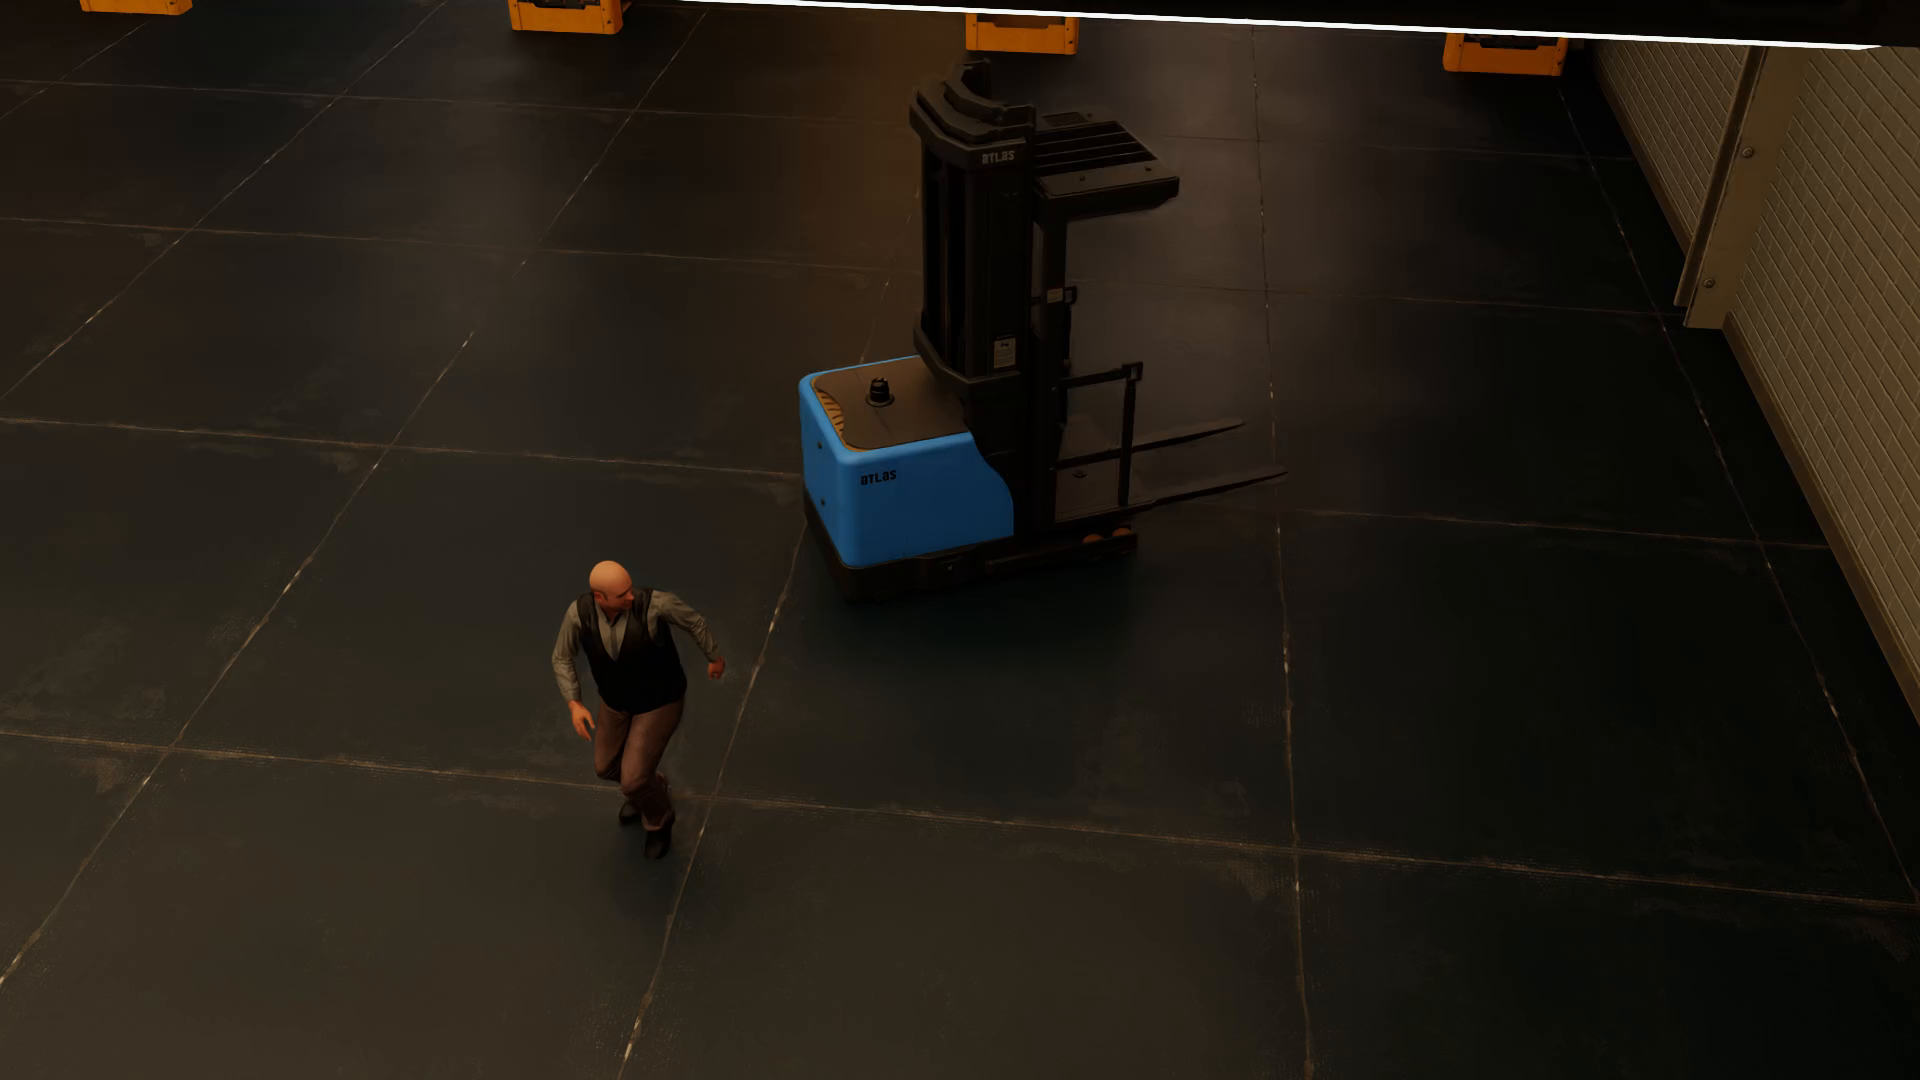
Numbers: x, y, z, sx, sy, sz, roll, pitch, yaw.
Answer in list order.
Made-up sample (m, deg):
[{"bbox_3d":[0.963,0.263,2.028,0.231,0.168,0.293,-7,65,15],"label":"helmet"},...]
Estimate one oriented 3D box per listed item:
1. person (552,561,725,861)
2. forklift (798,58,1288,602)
[{"bbox_3d":[-1.577,0.781,8.086,0.655,1.700,0.746,14,39,18],"label":"person"},{"bbox_3d":[0.581,-1.334,9.840,3.031,2.935,1.130,-12,38,-16],"label":"forklift"}]
